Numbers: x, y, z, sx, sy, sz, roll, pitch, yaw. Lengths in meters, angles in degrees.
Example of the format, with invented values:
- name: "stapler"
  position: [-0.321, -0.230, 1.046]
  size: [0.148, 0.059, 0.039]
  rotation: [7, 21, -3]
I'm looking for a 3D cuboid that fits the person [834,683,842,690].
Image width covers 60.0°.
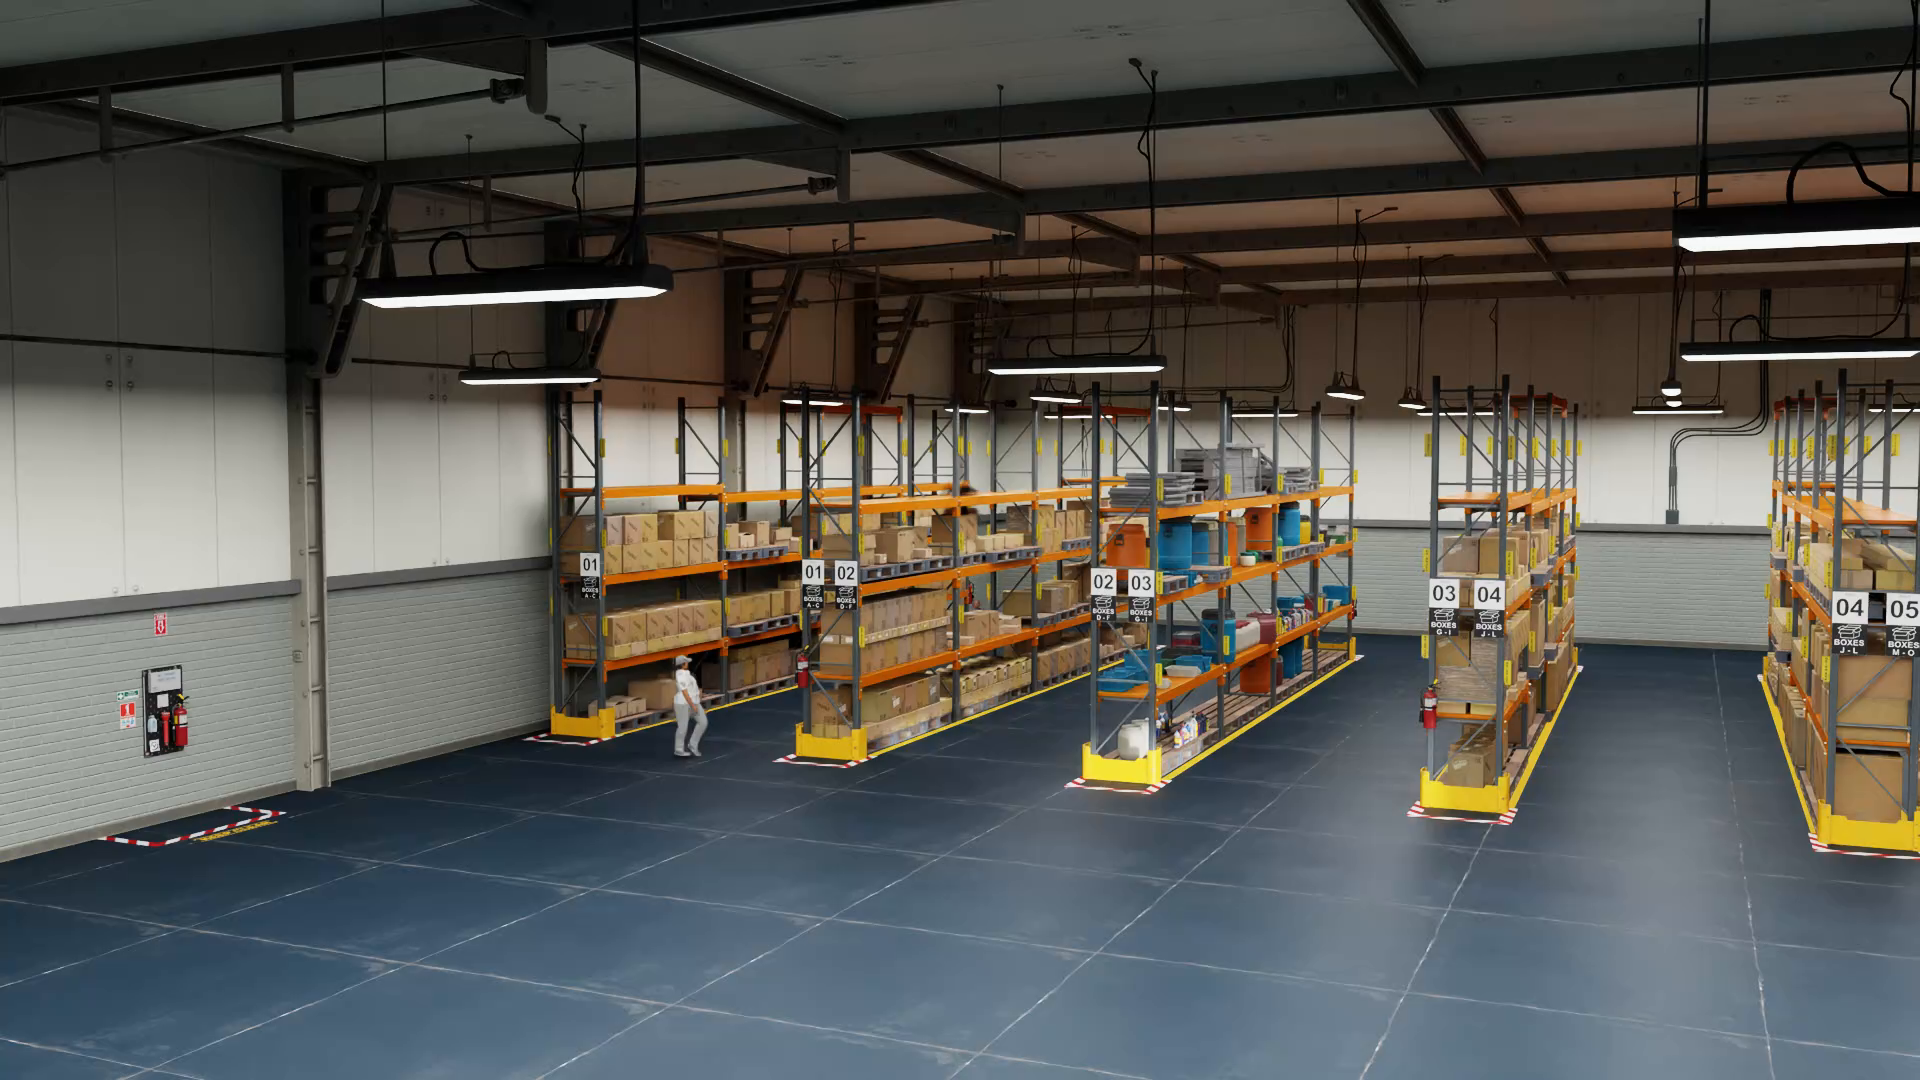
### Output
- name: "person"
  position: [-2.481, 2.339, 33.371]
  size: [0.447, 1.644, 0.964]
  rotation: [1, 3, 16]

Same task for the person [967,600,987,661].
- name: "person"
  position: [0.343, 2.126, 36.814]
  size: [0.628, 1.606, 1.028]
  rotation: [1, 3, 25]

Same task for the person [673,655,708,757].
- name: "person"
  position: [-4.394, 2.696, 26.874]
  size: [0.535, 1.683, 0.506]
  rotation: [2, 4, 33]
